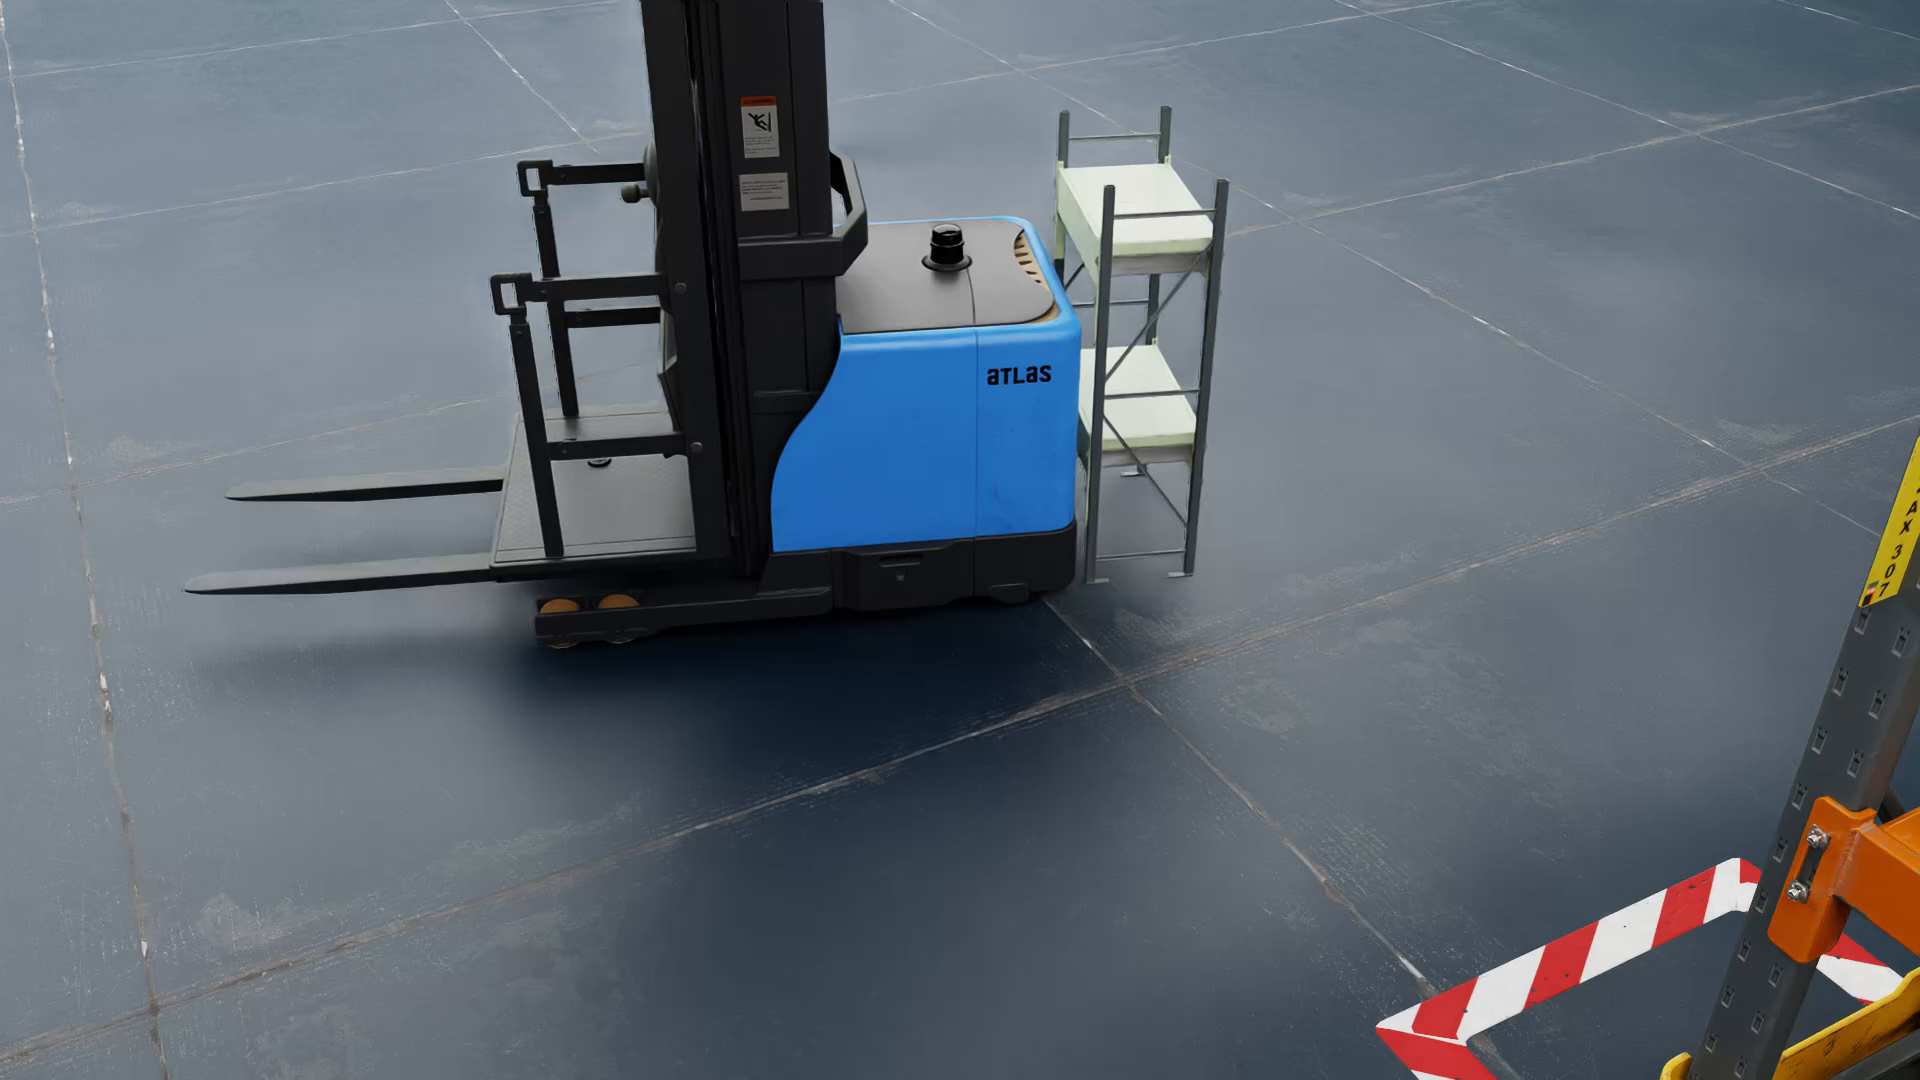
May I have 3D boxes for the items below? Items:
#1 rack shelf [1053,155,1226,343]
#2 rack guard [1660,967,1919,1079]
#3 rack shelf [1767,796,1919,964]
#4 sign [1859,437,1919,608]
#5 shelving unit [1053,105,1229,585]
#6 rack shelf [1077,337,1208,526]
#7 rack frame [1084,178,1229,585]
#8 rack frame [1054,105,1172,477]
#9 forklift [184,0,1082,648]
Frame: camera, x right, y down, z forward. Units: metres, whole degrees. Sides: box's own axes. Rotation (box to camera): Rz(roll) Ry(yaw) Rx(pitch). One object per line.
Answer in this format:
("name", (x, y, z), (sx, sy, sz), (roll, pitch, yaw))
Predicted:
("rack shelf", (0.598, -1.014, 5.719), (0.431, 0.370, 0.720), (-4, 33, -7))
("rack guard", (2.069, 1.281, 3.787), (1.175, 0.500, 0.348), (-16, 36, -23))
("rack shelf", (2.966, 1.449, 1.874), (1.077, 0.370, 4.000), (-16, 36, -23))
("sign", (1.553, -0.036, 2.723), (0.100, 0.325, 0.005), (-16, 36, -23))
("shelving unit", (0.598, -0.685, 5.929), (0.431, 1.500, 0.755), (-4, 33, -7))
("rack shelf", (0.598, -0.411, 6.105), (0.431, 0.370, 0.720), (-4, 33, -7))
("rack frame", (0.649, -0.490, 5.624), (0.400, 1.500, 0.023), (-4, 33, -7))
("rack frame", (0.546, -0.881, 6.234), (0.400, 1.500, 0.023), (-4, 33, -7))
("forklift", (-1.150, -1.169, 5.358), (3.031, 2.935, 1.130), (-4, 33, -7))
